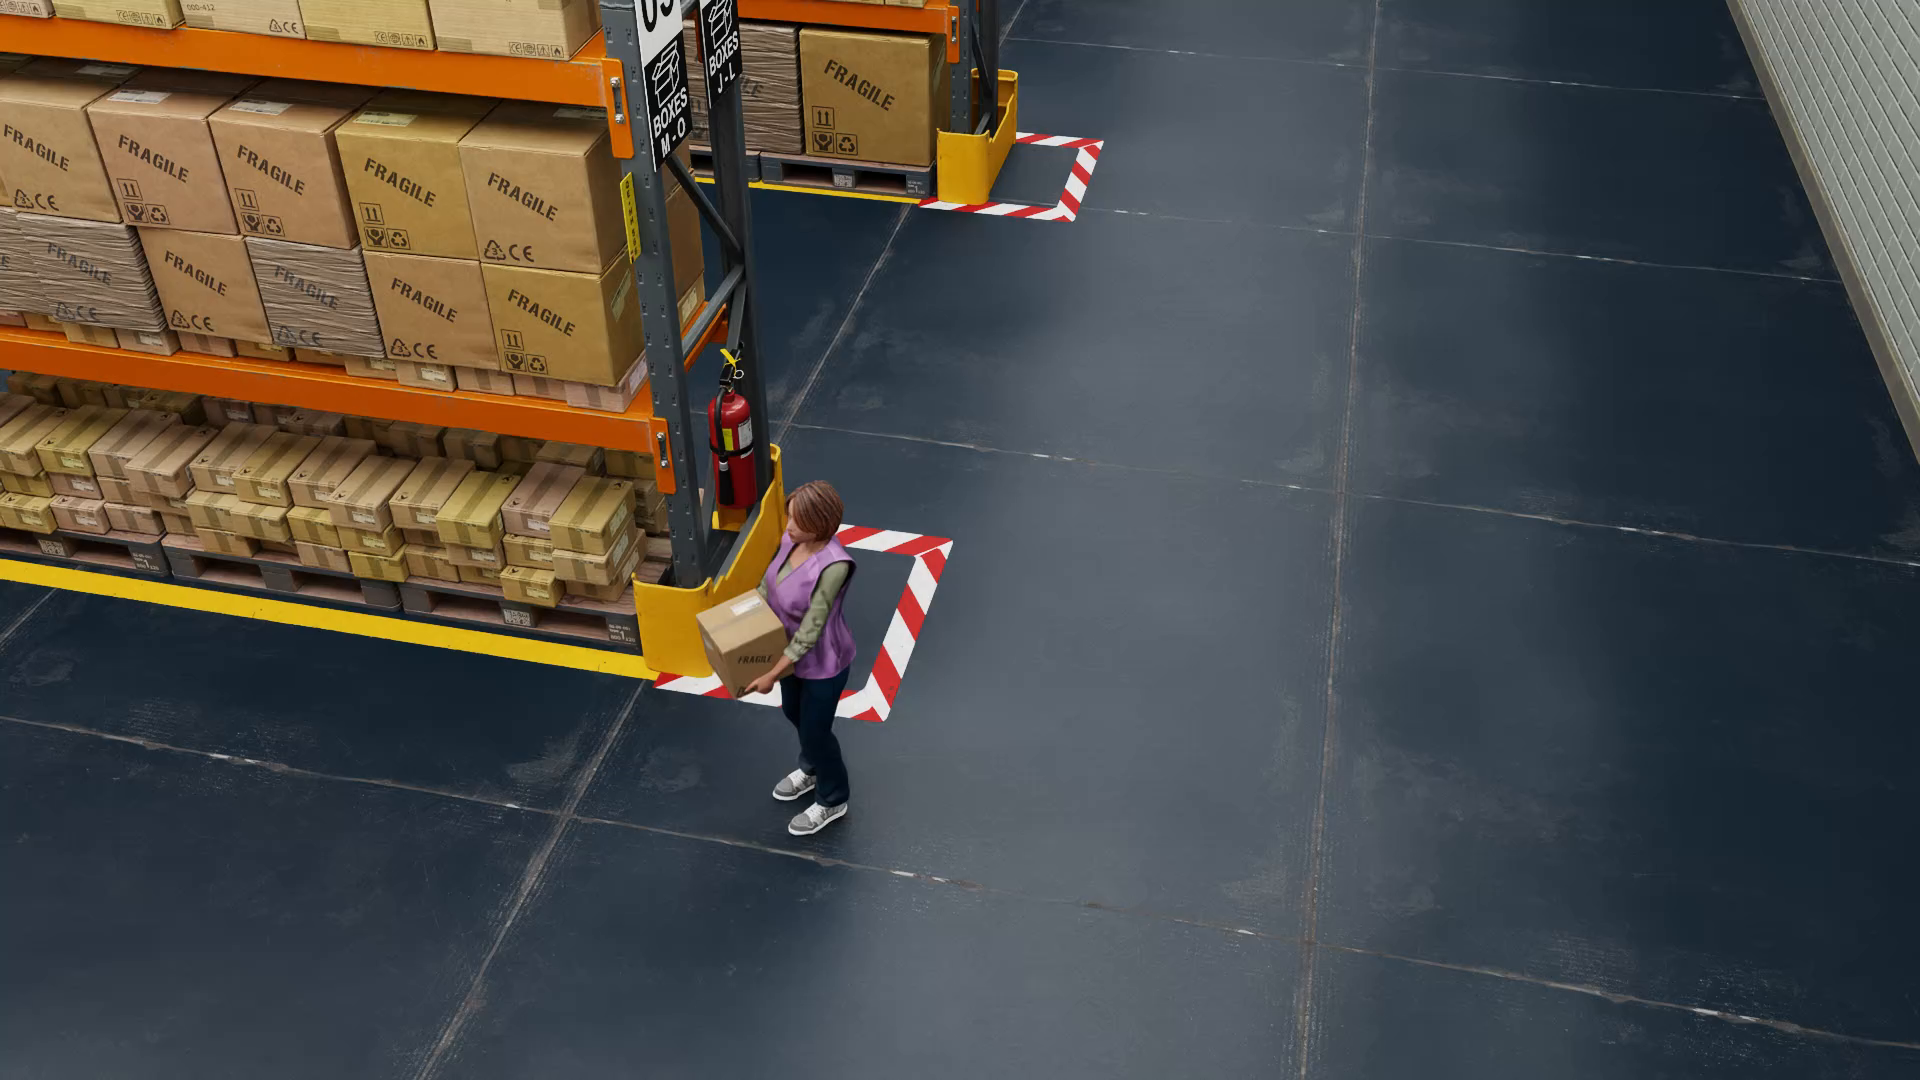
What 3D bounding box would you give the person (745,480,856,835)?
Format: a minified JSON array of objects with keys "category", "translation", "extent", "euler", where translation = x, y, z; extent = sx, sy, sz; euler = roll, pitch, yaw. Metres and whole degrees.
[{"category":"person","translation":[-0.644,0.471,6.352],"extent":[0.494,1.594,0.404],"euler":[-19,41,-24]}]
